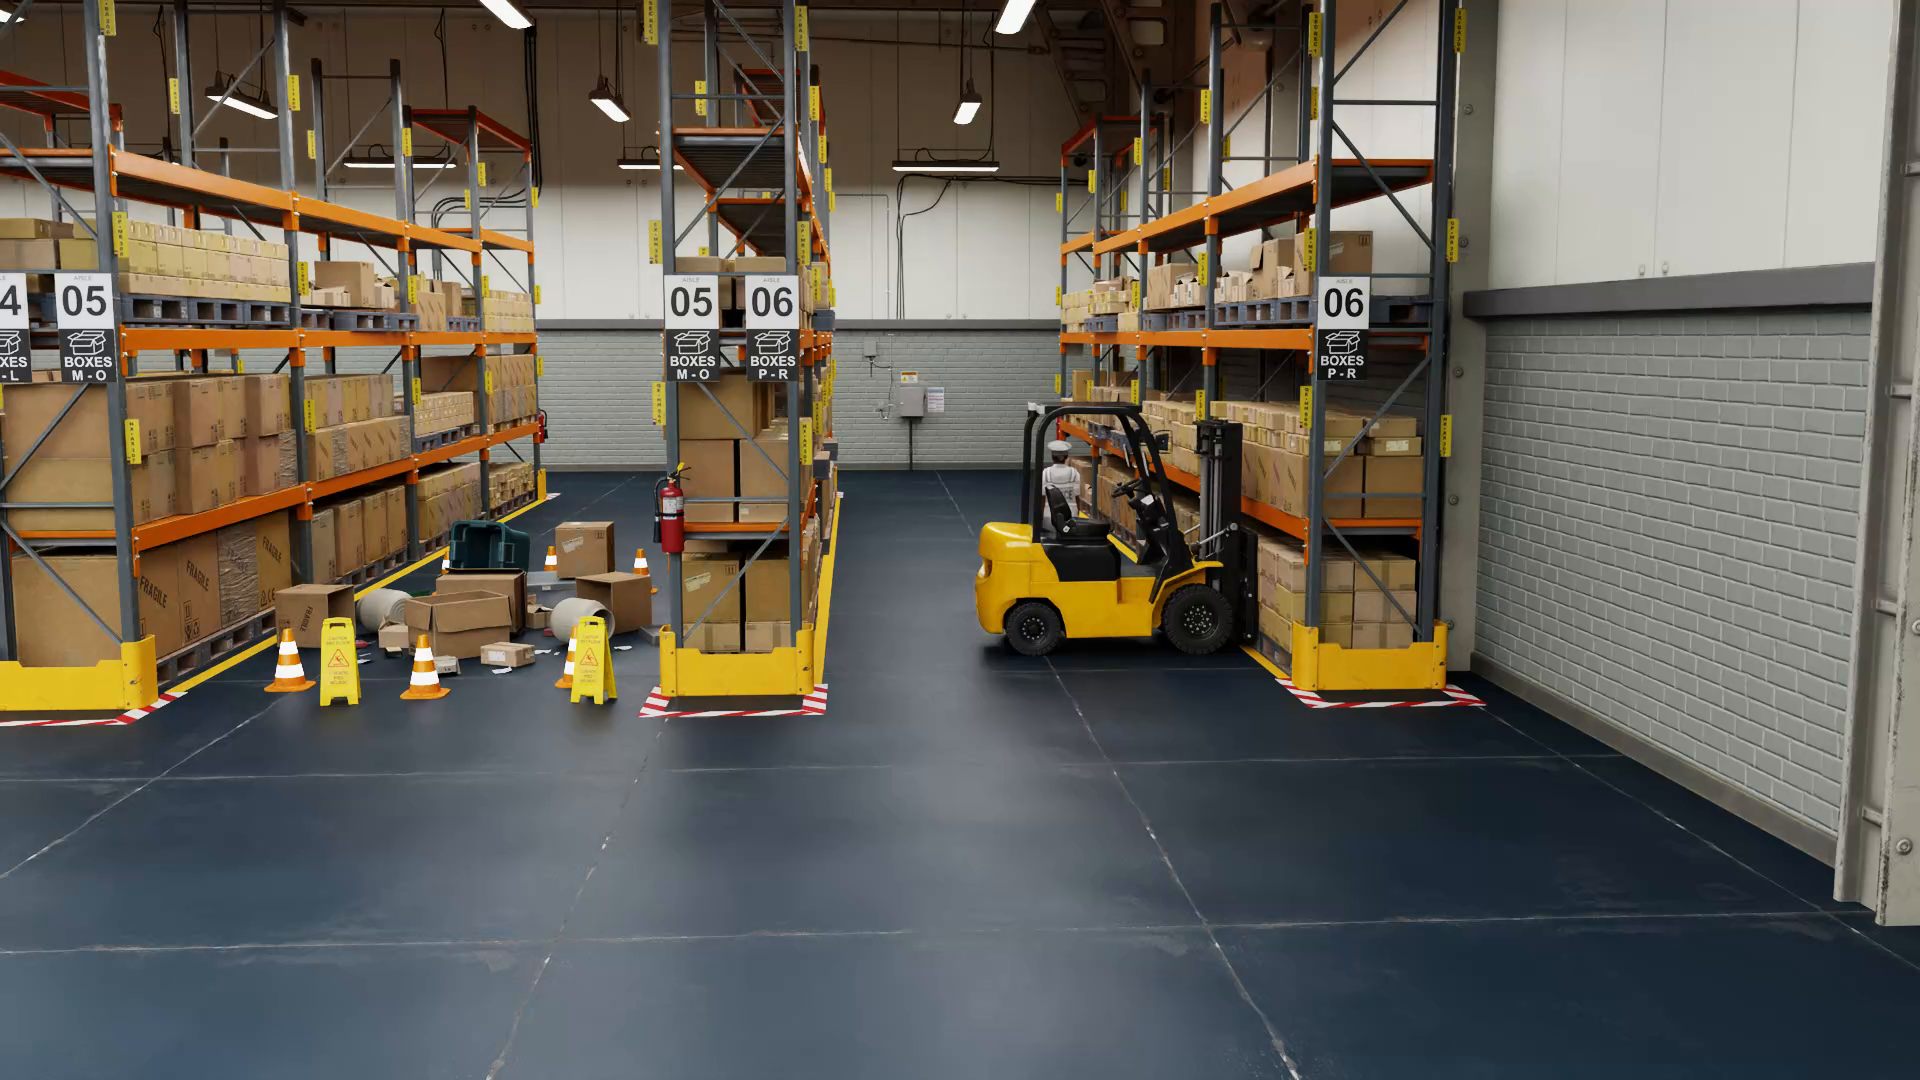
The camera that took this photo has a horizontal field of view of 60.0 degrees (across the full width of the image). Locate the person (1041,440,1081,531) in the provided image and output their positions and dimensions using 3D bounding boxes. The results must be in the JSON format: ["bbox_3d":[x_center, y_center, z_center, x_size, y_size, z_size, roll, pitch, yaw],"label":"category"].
[{"bbox_3d":[1.024,-0.188,17.224,0.437,1.684,0.340,0,7,-3],"label":"person"}]
